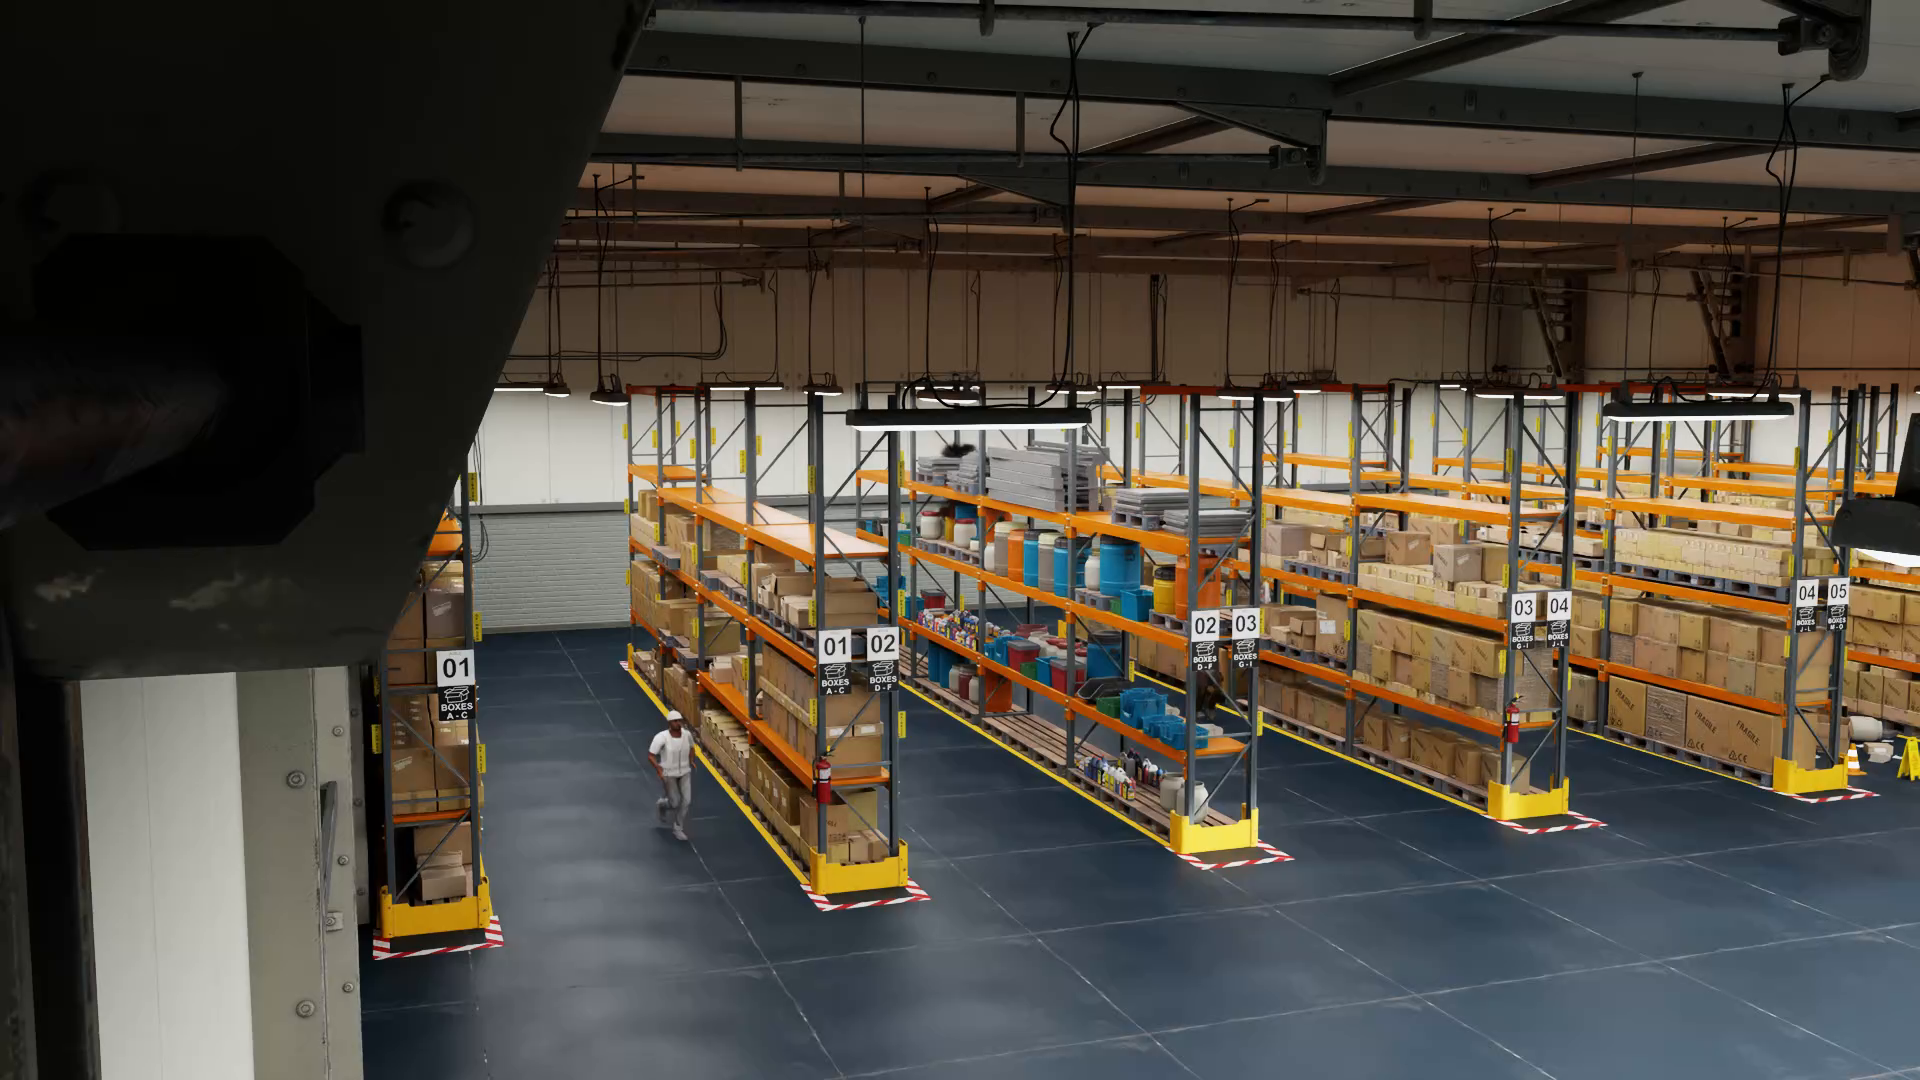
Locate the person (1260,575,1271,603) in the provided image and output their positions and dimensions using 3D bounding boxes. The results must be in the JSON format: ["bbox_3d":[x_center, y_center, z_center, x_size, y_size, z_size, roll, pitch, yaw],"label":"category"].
[{"bbox_3d":[6.672,1.573,37.217,0.710,1.768,1.046,-1,6,-14],"label":"person"}]

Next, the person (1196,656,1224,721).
[{"bbox_3d":[4.463,2.380,29.865,0.672,1.760,0.837,-2,6,-22],"label":"person"}]

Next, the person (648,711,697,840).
[{"bbox_3d":[-3.863,3.164,22.538,0.710,1.736,0.601,-4,7,-35],"label":"person"}]
